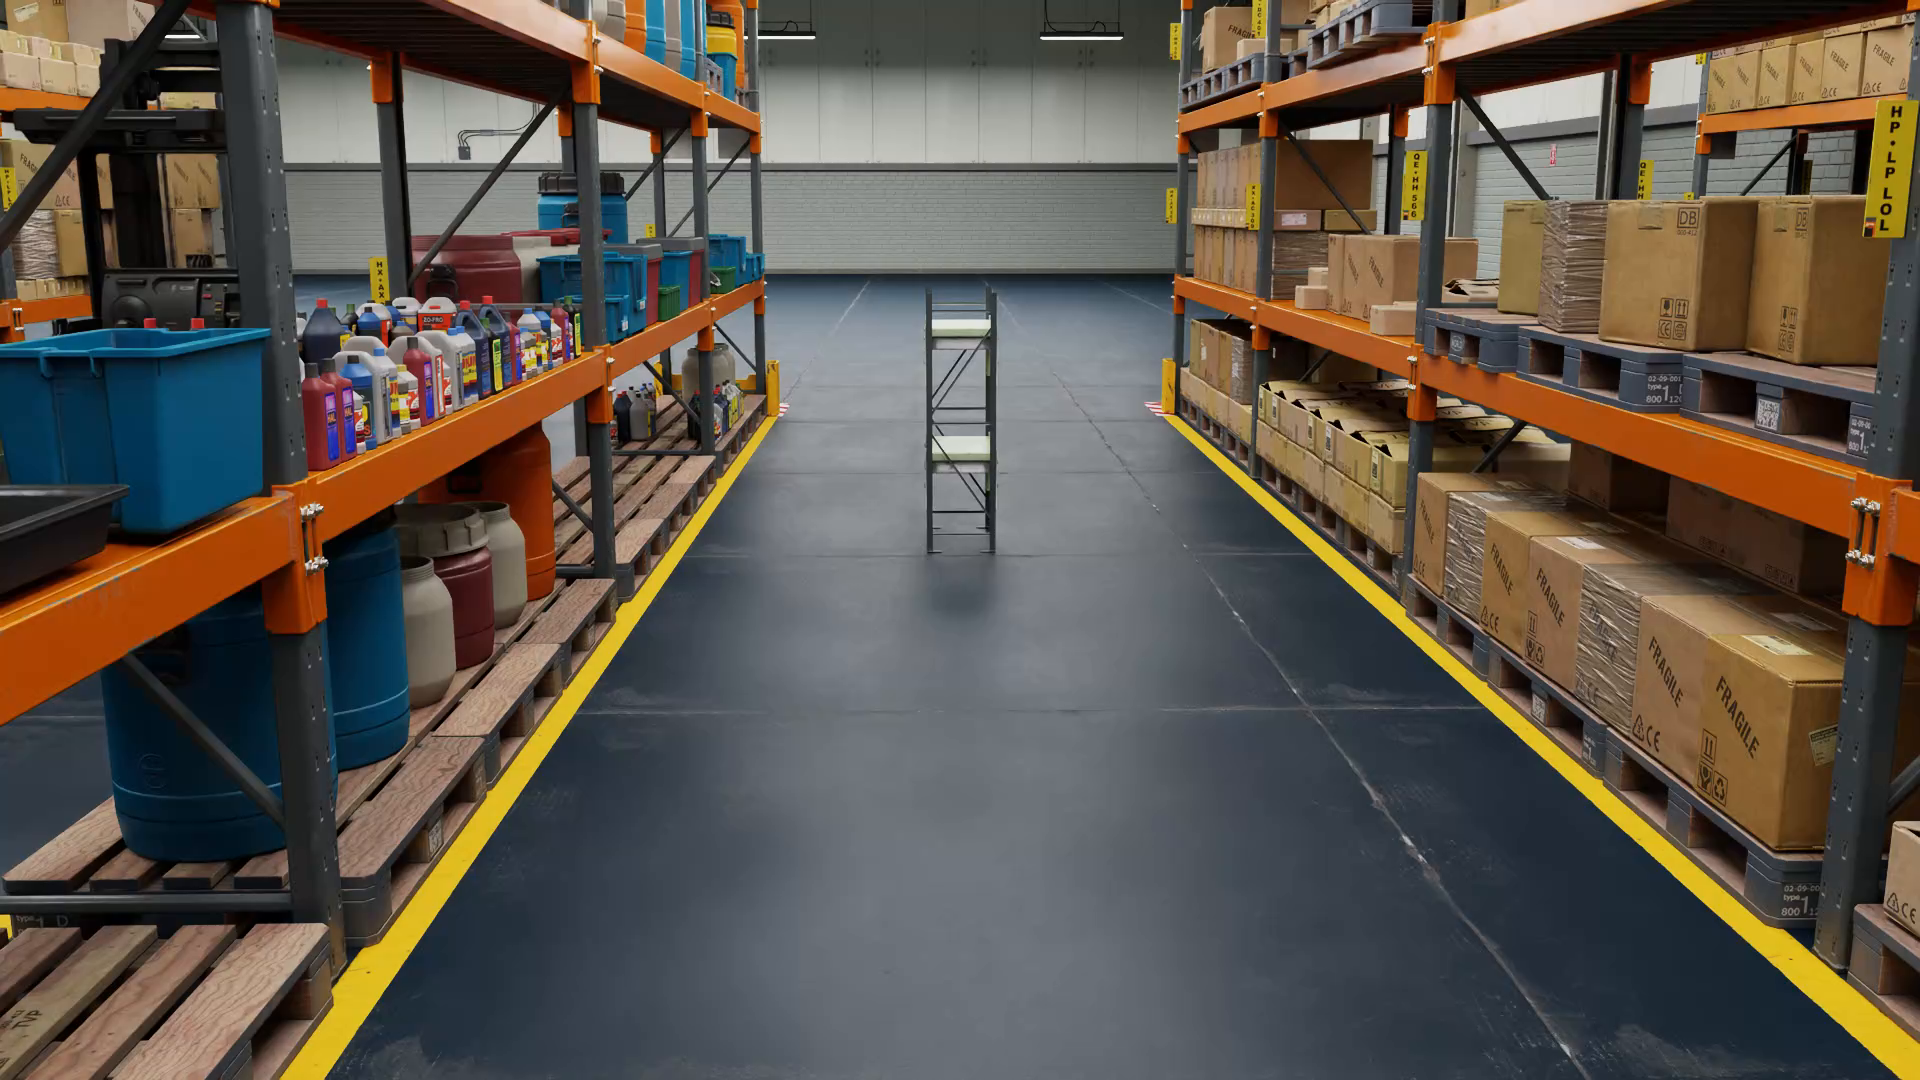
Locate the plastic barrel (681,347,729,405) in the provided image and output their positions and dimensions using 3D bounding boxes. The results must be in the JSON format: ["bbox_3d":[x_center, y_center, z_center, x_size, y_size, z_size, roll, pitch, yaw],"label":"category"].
[{"bbox_3d":[-2.282,-1.459,14.906,0.421,0.512,0.421,0,11,0],"label":"plastic barrel"}]

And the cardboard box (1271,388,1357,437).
[{"bbox_3d":[2.417,-0.877,11.287,0.500,0.311,0.500,0,11,-2],"label":"cardboard box"}]

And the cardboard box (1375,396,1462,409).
[{"bbox_3d":[2.972,-0.778,10.798,0.500,0.311,0.500,0,11,-1],"label":"cardboard box"}]

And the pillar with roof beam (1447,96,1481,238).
[{"bbox_3d":[3.849,-7.915,26.441,9.100,9.000,0.400,0,11,-1],"label":"pillar with roof beam"}]

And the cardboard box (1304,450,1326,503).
[{"bbox_3d":[2.445,-0.398,10.336,0.500,0.250,0.500,0,11,0],"label":"cardboard box"}]

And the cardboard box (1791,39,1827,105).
[{"bbox_3d":[7.302,-3.888,13.832,0.500,0.500,0.500,0,11,2],"label":"cardboard box"}]

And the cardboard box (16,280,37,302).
[{"bbox_3d":[-6.956,-1.808,12.057,0.380,0.149,0.250,0,11,-1],"label":"cardboard box"}]

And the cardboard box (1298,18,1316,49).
[{"bbox_3d":[2.894,-3.836,12.695,0.500,0.311,0.500,-1,12,-4],"label":"cardboard box"}]

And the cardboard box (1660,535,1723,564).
[{"bbox_3d":[3.016,0.270,6.365,0.500,0.500,0.500,-1,11,-3],"label":"cardboard box"}]

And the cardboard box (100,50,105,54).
[{"bbox_3d":[-7.055,-3.855,13.345,0.380,0.149,0.250,0,11,0],"label":"cardboard box"}]

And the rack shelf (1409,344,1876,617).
[{"bbox_3d":[2.776,-0.381,6.204,1.077,0.370,4.000,0,11,-1],"label":"rack shelf"}]

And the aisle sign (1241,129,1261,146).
[{"bbox_3d":[2.862,-4.010,15.743,0.394,0.787,0.004,0,11,-1],"label":"aisle sign"}]

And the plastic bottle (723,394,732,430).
[{"bbox_3d":[-1.868,-1.024,13.288,0.061,0.283,0.133,0,11,1],"label":"plastic bottle"}]

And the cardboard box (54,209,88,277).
[{"bbox_3d":[-7.175,-2.271,12.708,0.875,0.500,0.500,0,11,-1],"label":"cardboard box"}]

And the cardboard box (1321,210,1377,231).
[{"bbox_3d":[2.840,-2.348,12.205,0.380,0.149,0.250,0,11,-1],"label":"cardboard box"}]

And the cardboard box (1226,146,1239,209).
[{"bbox_3d":[2.605,-2.999,13.783,0.700,0.500,0.500,0,11,-1],"label":"cardboard box"}]

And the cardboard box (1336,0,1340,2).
[{"bbox_3d":[2.660,-3.661,10.449,0.500,0.500,0.500,1,12,4],"label":"cardboard box"}]

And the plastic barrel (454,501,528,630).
[{"bbox_3d":[-2.089,0.111,7.171,0.421,0.512,0.421,0,11,0],"label":"plastic barrel"}]

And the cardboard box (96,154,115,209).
[{"bbox_3d":[-7.029,-2.861,13.102,0.500,0.500,0.500,0,11,-1],"label":"cardboard box"}]

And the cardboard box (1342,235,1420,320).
[{"bbox_3d":[2.673,-1.619,10.242,0.500,0.500,0.500,0,11,-1],"label":"cardboard box"}]

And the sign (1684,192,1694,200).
[{"bbox_3d":[6.980,-3.165,15.938,0.100,0.325,0.005,0,11,-1],"label":"sign"}]

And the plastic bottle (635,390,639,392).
[{"bbox_3d":[-2.644,-1.091,13.647,0.097,0.271,0.097,0,11,0],"label":"plastic bottle"}]

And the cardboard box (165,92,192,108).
[{"bbox_3d":[-7.058,-3.884,14.494,0.500,0.250,0.500,0,11,-1],"label":"cardboard box"}]

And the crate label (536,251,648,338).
[{"bbox_3d":[-1.968,-1.328,8.971,0.502,0.435,0.616,0,11,-1],"label":"crate label"}]

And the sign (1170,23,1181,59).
[{"bbox_3d":[2.014,-4.658,15.533,0.100,0.325,0.005,0,11,-1],"label":"sign"}]

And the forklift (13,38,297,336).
[{"bbox_3d":[-4.586,-1.406,9.616,1.130,2.935,3.031,0,11,-1],"label":"forklift"}]

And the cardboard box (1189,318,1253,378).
[{"bbox_3d":[2.370,-1.741,15.068,0.500,0.500,0.500,0,11,-1],"label":"cardboard box"}]

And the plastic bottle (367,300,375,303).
[{"bbox_3d":[-2.571,-0.902,7.254,0.061,0.283,0.133,0,11,-1],"label":"plastic bottle"}]

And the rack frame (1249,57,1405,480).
[{"bbox_3d":[2.652,-1.927,12.012,1.000,3.000,0.127,0,11,-1],"label":"rack frame"}]

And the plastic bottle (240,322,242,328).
[{"bbox_3d":[-2.542,-0.628,5.905,0.061,0.283,0.133,0,11,-1],"label":"plastic bottle"}]

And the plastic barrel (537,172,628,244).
[{"bbox_3d":[-2.595,-2.075,11.481,0.600,0.901,0.708,0,11,-1],"label":"plastic barrel"}]

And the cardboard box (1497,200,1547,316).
[{"bbox_3d":[2.861,-1.262,7.426,0.700,0.500,0.500,-4,12,-20],"label":"cardboard box"}]

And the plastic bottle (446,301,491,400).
[{"bbox_3d":[-1.791,-0.687,6.025,0.144,0.351,0.185,0,11,-1],"label":"plastic bottle"}]

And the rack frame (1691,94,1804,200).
[{"bbox_3d":[7.522,-2.743,16.035,1.000,3.000,0.127,0,11,-1],"label":"rack frame"}]

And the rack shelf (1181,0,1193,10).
[{"bbox_3d":[2.611,-4.716,13.486,1.077,0.370,4.000,0,11,-1],"label":"rack shelf"}]

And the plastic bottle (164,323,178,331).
[{"bbox_3d":[-2.337,-0.475,4.978,0.144,0.351,0.185,0,11,-1],"label":"plastic bottle"}]

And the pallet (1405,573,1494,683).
[{"bbox_3d":[2.712,0.384,7.637,1.003,0.211,1.213,0,11,-1],"label":"pallet"}]

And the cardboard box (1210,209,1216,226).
[{"bbox_3d":[2.385,-2.805,14.456,0.380,0.149,0.250,-1,11,-3],"label":"cardboard box"}]

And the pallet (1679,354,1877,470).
[{"bbox_3d":[2.910,-0.402,4.977,1.003,0.211,1.213,0,11,-1],"label":"pallet"}]

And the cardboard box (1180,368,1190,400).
[{"bbox_3d":[2.358,-1.473,15.633,0.500,0.250,0.500,0,11,-1],"label":"cardboard box"}]

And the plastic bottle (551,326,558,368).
[{"bbox_3d":[-1.792,-0.848,7.193,0.097,0.201,0.097,0,11,0],"label":"plastic bottle"}]

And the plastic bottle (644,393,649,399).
[{"bbox_3d":[-2.510,-1.026,13.298,0.061,0.283,0.133,0,11,-1],"label":"plastic bottle"}]

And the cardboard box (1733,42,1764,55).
[{"bbox_3d":[7.247,-4.584,14.751,0.500,0.500,0.500,0,11,-2],"label":"cardboard box"}]

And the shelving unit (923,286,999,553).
[{"bbox_3d":[0.000,-0.736,9.917,0.431,1.500,0.755,0,11,-1],"label":"shelving unit"}]

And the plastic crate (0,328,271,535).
[{"bbox_3d":[-1.784,-0.247,3.622,0.392,0.384,0.575,0,11,-1],"label":"plastic crate"}]

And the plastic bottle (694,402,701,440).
[{"bbox_3d":[-2.009,-0.920,12.776,0.061,0.283,0.133,0,11,-1],"label":"plastic bottle"}]

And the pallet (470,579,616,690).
[{"bbox_3d":[-2.160,0.411,7.501,1.003,0.211,1.213,0,11,-1],"label":"pallet"}]

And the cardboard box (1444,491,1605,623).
[{"bbox_3d":[2.475,0.074,7.333,0.500,0.500,0.500,-1,11,-3],"label":"cardboard box"}]

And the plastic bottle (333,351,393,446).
[{"bbox_3d":[-1.771,-0.422,4.909,0.152,0.276,0.135,0,11,-1],"label":"plastic bottle"}]

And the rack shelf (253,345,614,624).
[{"bbox_3d":[-2.176,-0.362,6.108,1.077,0.370,4.000,0,11,-1],"label":"rack shelf"}]

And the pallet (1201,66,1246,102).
[{"bbox_3d":[2.586,-3.765,13.750,1.003,0.211,1.213,0,11,-1],"label":"pallet"}]

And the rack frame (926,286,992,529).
[{"bbox_3d":[-0.008,-0.809,10.275,0.400,1.500,0.023,0,11,-1],"label":"rack frame"}]

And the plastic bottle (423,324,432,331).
[{"bbox_3d":[-1.911,-0.639,5.987,0.097,0.271,0.097,0,11,0],"label":"plastic bottle"}]
